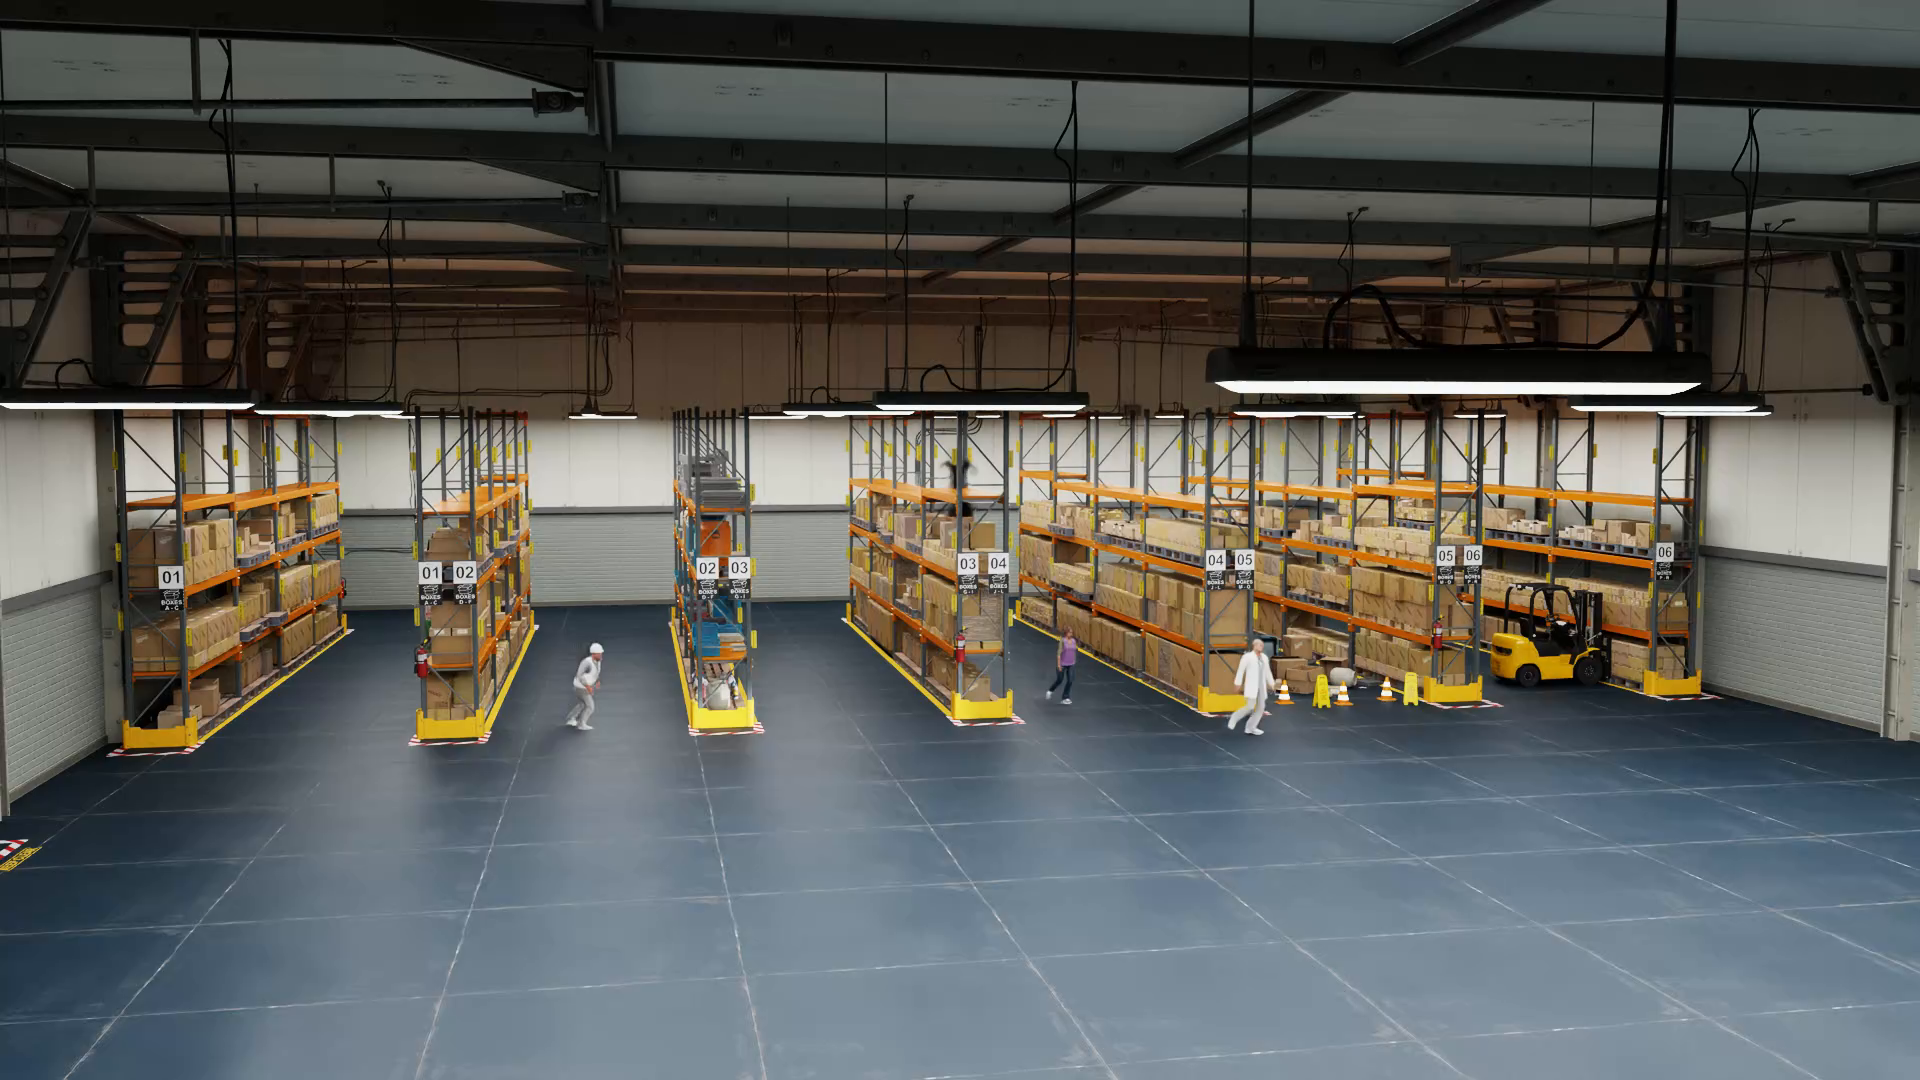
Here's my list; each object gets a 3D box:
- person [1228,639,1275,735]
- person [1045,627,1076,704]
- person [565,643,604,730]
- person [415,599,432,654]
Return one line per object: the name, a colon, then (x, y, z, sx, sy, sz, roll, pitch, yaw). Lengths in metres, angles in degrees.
person: (5.316, 2.683, 30.449, 0.813, 1.742, 0.630, -2, 5, -31)
person: (2.061, 2.528, 33.751, 0.548, 1.574, 0.545, -2, 4, -25)
person: (-6.976, 2.716, 30.914, 0.869, 1.634, 0.689, 0, 4, 5)
person: (-13.022, 1.966, 40.737, 0.653, 1.729, 0.643, -1, 4, -8)
